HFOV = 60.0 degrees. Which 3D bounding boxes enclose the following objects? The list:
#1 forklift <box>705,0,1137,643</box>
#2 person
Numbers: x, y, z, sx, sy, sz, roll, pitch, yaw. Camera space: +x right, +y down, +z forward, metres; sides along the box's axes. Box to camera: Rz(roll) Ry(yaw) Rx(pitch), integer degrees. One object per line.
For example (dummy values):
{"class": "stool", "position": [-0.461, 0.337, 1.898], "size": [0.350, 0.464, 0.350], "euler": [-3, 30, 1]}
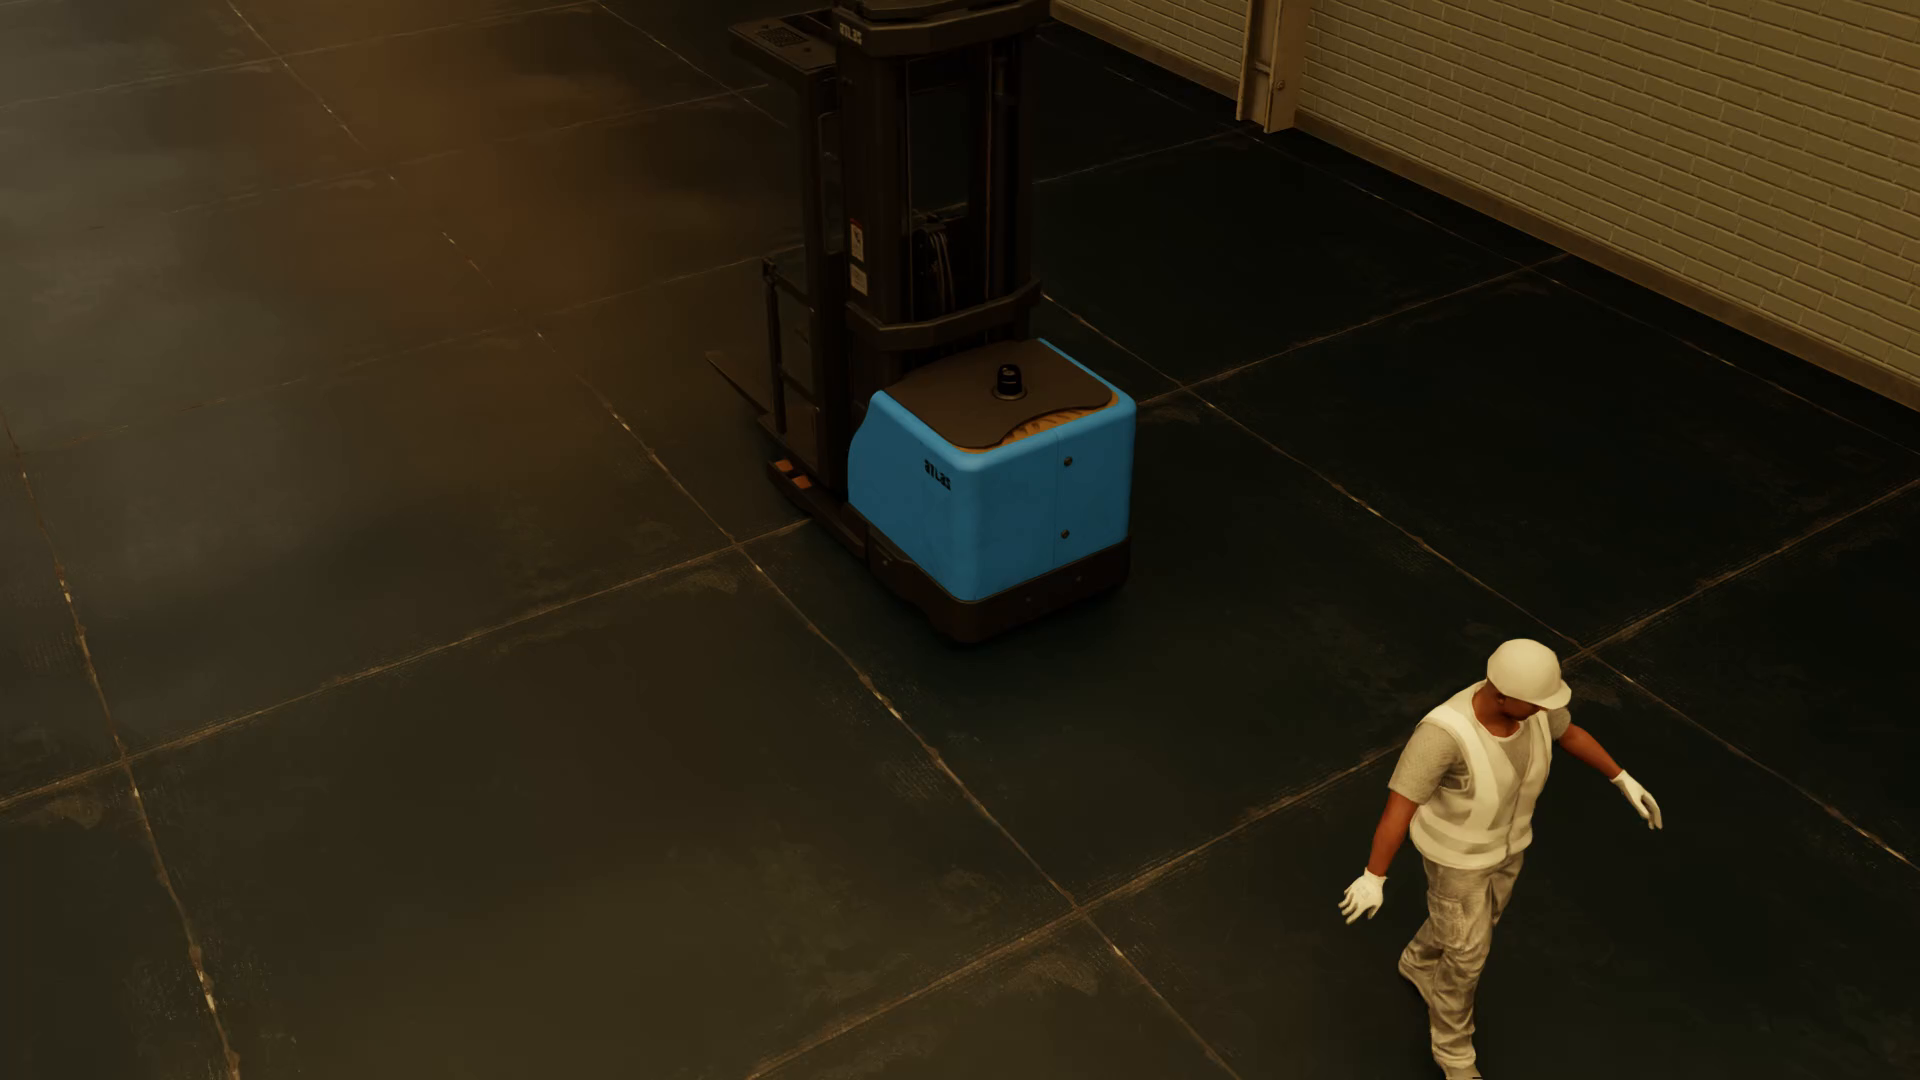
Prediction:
{"class": "forklift", "position": [-0.397, -1.517, 8.307], "size": [1.130, 2.935, 3.031], "euler": [-21, 40, -27]}
{"class": "person", "position": [1.794, 1.107, 5.626], "size": [1.046, 1.786, 0.660], "euler": [-20, 40, -26]}
